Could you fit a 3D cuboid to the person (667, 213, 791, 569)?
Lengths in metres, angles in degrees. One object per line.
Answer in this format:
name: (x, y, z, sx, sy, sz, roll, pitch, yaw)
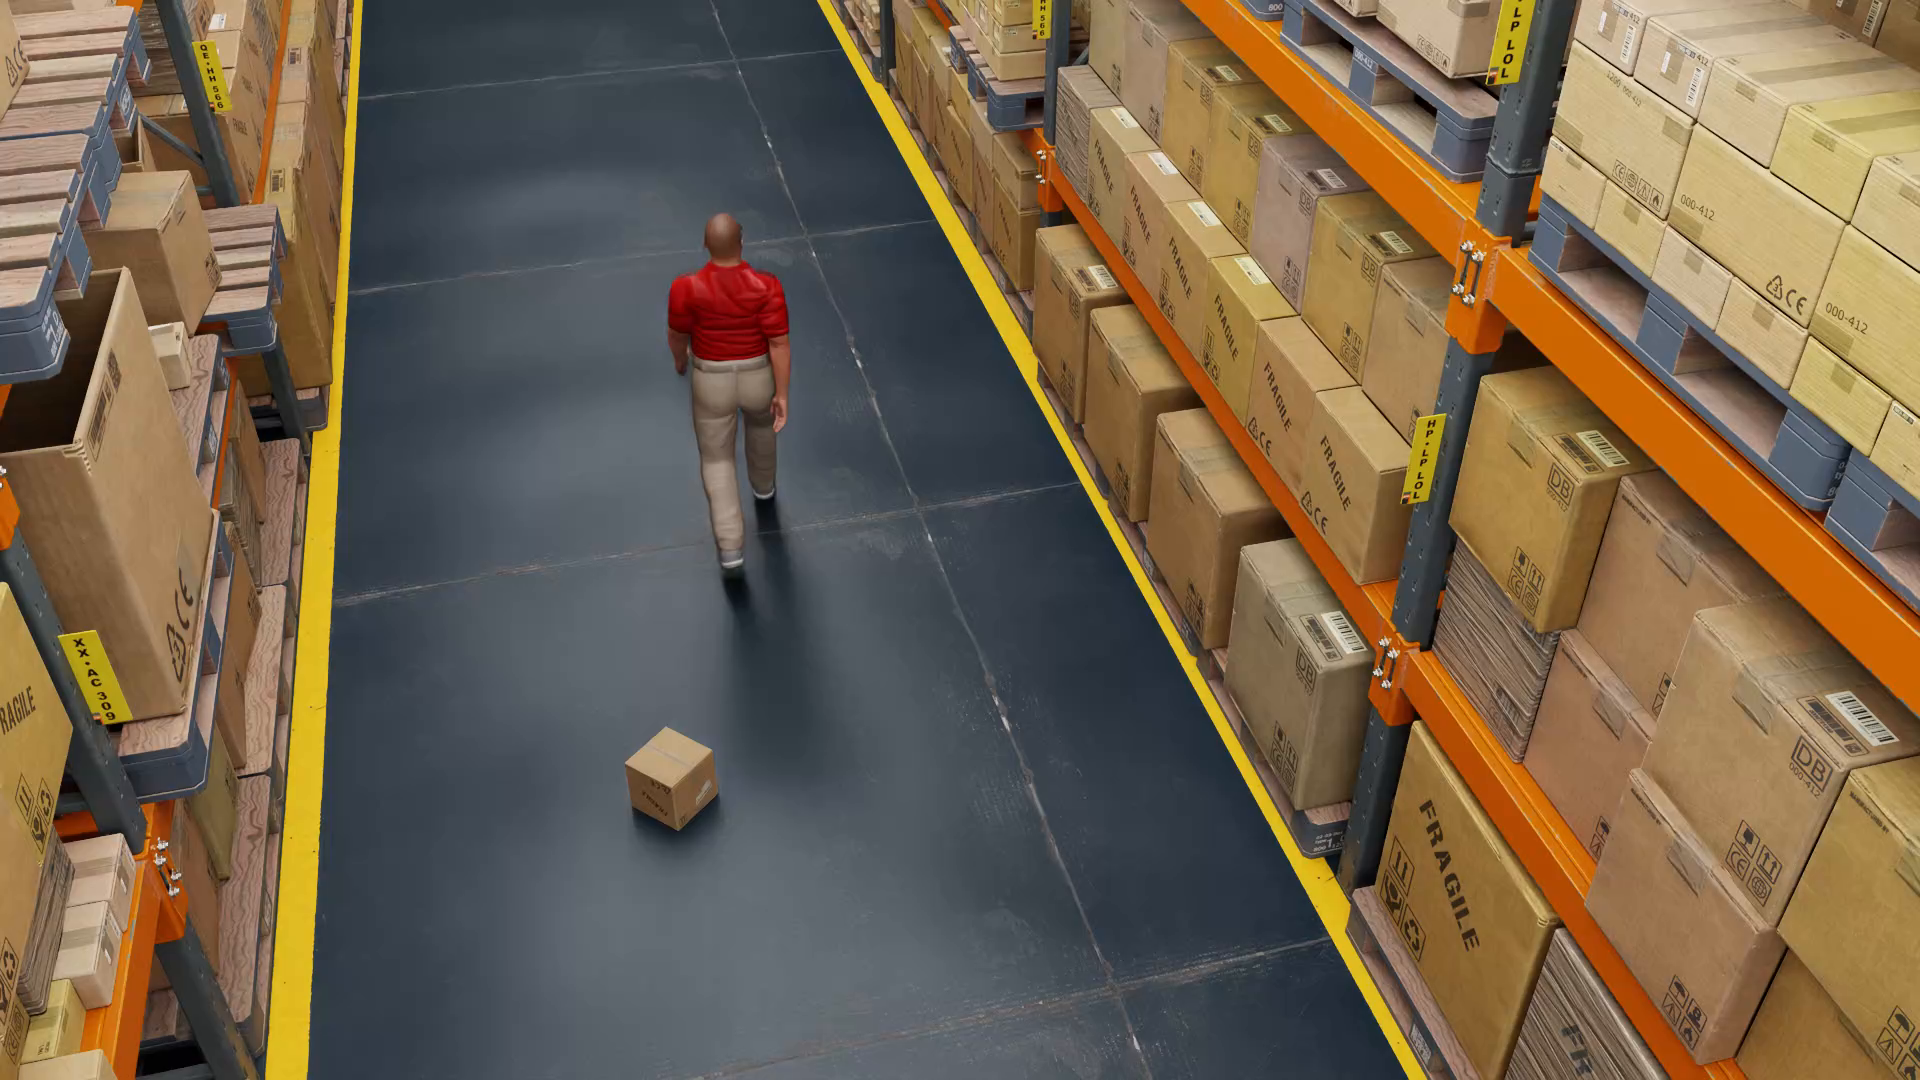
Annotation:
person: (-1.047, -0.737, 7.665, 0.541, 1.673, 1.021, -7, 38, -9)
